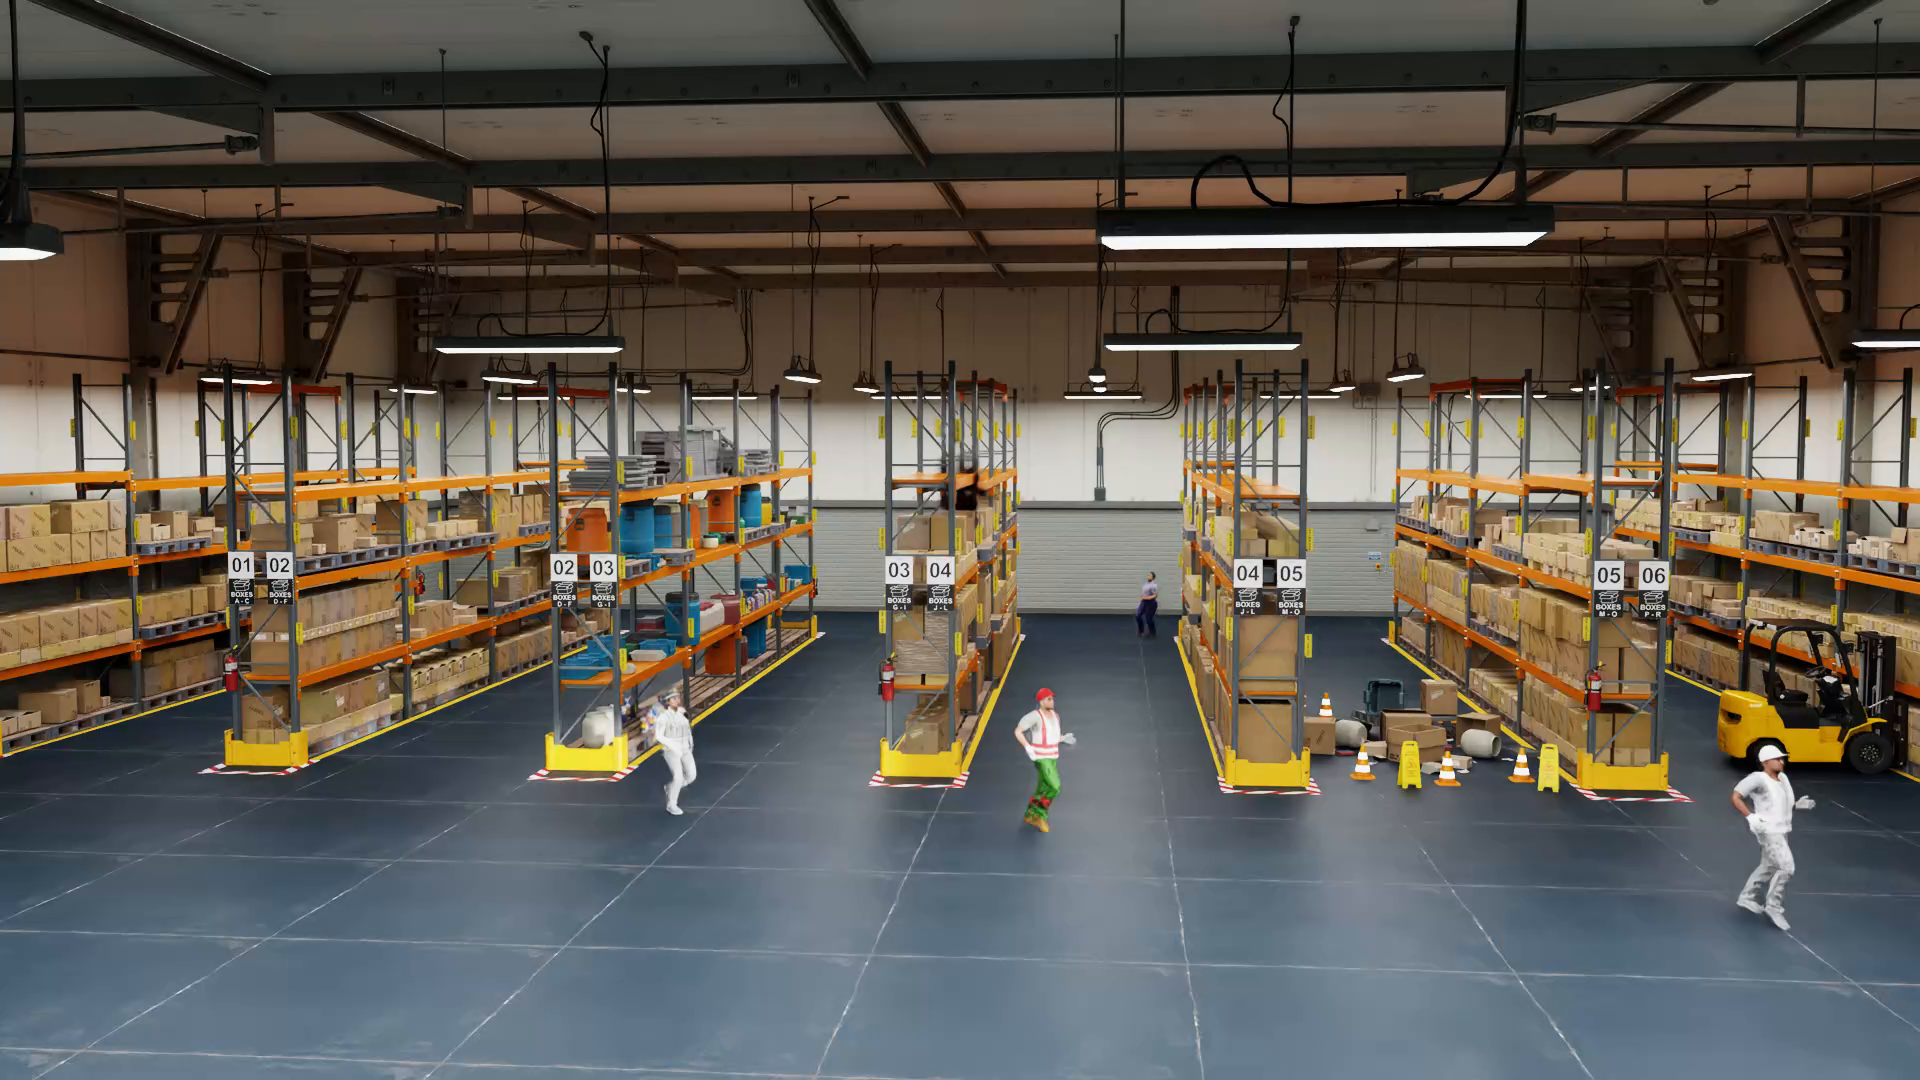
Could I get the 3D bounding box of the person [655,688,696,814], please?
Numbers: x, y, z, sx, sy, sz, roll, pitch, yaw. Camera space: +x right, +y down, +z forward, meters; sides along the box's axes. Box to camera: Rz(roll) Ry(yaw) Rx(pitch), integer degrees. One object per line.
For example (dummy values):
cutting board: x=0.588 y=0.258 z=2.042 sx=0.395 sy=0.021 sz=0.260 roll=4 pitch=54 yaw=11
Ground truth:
person: x=-3.704 y=2.753 z=21.754 sx=0.492 sy=1.659 sz=0.624 roll=3 pitch=5 yaw=38

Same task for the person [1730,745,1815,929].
person: x=8.263 y=3.004 z=16.893 sx=0.655 sy=1.836 sz=0.718 roll=-3 pitch=5 yaw=-41

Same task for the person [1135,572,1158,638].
person: x=4.544 y=1.579 z=40.074 sx=0.614 sy=1.635 sz=0.644 roll=-3 pitch=5 yaw=-36

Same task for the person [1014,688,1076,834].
person: x=1.079 y=2.751 z=20.776 sx=0.721 sy=1.804 sz=0.632 roll=3 pitch=5 yaw=38
